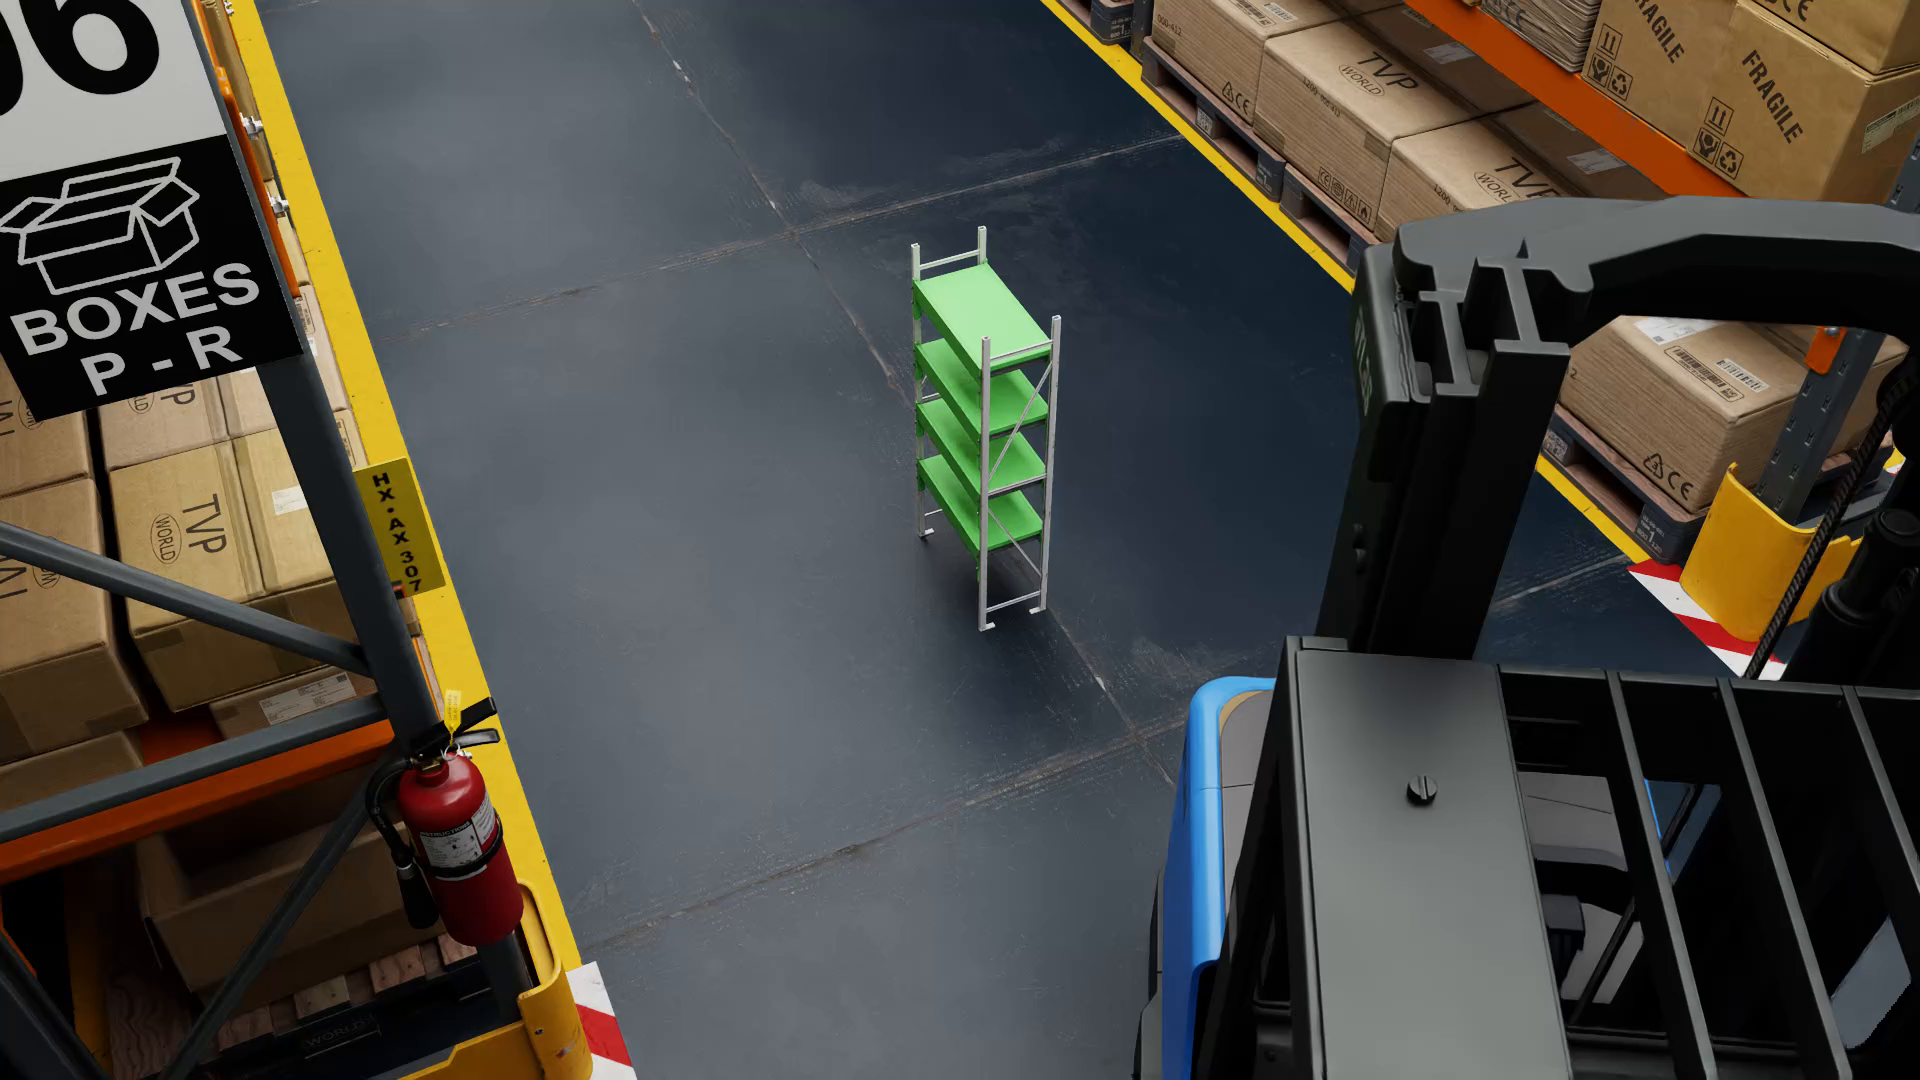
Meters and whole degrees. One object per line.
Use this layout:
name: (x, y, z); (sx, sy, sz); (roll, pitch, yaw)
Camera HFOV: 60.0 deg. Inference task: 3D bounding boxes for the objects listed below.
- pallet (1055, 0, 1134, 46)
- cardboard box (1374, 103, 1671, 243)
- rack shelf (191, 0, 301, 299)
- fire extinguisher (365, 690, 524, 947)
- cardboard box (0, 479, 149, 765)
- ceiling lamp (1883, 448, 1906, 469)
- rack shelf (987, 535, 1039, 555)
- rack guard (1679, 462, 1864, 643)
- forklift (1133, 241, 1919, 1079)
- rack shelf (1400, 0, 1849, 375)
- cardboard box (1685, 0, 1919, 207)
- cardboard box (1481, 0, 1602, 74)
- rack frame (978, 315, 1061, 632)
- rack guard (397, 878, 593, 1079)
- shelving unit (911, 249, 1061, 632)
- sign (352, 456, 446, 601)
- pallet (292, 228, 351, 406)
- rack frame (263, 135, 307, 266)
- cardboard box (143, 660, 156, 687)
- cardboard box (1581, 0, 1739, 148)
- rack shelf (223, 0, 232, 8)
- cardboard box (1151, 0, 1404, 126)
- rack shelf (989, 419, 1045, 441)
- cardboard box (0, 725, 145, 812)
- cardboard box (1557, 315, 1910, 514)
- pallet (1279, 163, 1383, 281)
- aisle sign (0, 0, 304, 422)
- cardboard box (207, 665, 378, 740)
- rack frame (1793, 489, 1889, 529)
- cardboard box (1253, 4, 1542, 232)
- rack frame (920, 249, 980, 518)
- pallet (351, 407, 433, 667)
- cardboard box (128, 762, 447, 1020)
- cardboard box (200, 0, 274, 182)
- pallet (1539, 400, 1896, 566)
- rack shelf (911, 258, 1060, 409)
pallet: (0.919, -3.042, 8.683); (1.003, 0.211, 1.213); (-18, 47, -17)
cardboard box: (2.233, -1.225, 6.381); (0.875, 0.438, 0.875); (-17, 47, -16)
rack shelf: (-2.349, -1.634, 3.647); (1.077, 0.370, 4.000); (-18, 47, -17)
fire extinguisher: (-1.027, 0.570, 3.358); (0.296, 0.674, 0.183); (-18, 47, -17)
cardboard box: (-1.943, 0.185, 3.322); (0.500, 0.250, 0.500); (-17, 47, -16)
ceiling lamp: (2.675, -1.378, 7.146); (0.159, 0.001, 3.459); (-18, 47, -17)
rack shelf: (0.070, -0.126, 5.415); (0.199, 0.029, 0.442); (-18, 47, -17)
rack guard: (3.004, -0.111, 5.506); (1.175, 0.500, 0.348); (-18, 47, -17)
forklift: (4.056, -0.245, 3.974); (7.029, 2.843, 7.487); (4, 45, 4)
rack shelf: (2.153, -2.034, 6.188); (1.077, 0.370, 4.000); (-18, 47, -17)
cardboard box: (2.551, -1.281, 4.841); (0.500, 0.500, 0.500); (-18, 47, -17)
cardboard box: (2.128, -1.930, 5.499); (0.500, 0.500, 0.500); (-17, 47, -16)
rack frame: (0.172, -0.166, 5.064); (0.240, 1.200, 0.015); (-18, 47, -17)
rack guard: (-1.540, 1.294, 4.083); (1.175, 0.500, 0.348); (-18, 47, -17)
shelving unit: (4.177, -4.790, 9.751); (13.061, 1.200, 8.595); (-18, 47, -17)
sign: (-1.016, -0.016, 3.014); (0.100, 0.325, 0.005); (-18, 47, -17)
pallet: (-2.903, -0.666, 6.275); (1.003, 0.211, 1.213); (-18, 47, -17)
rack frame: (-3.190, -2.097, 5.739); (1.000, 3.000, 0.127); (-18, 47, -17)
cardboard box: (-1.942, 0.230, 3.560); (0.380, 0.149, 0.250); (-17, 47, -16)
cardboard box: (2.353, -1.605, 5.170); (0.500, 0.500, 0.500); (-19, 48, -18)
rack shelf: (-4.031, -3.115, 7.284); (1.077, 0.370, 4.000); (-18, 47, -17)
cardboard box: (1.478, -2.371, 7.542); (0.875, 0.438, 0.875); (-19, 48, -18)
rack shelf: (0.070, -0.467, 5.078); (0.199, 0.029, 0.442); (-18, 47, -17)
cardboard box: (-1.891, 0.410, 3.378); (0.380, 0.149, 0.250); (-19, 48, -18)
cardboard box: (2.625, -0.645, 5.793); (0.875, 0.438, 0.875); (-20, 48, -19)
pallet: (2.077, -1.286, 6.903); (1.003, 0.211, 1.213); (-18, 47, -17)
aisle sign: (-1.213, -0.516, 2.287); (0.394, 0.787, 0.004); (-18, 47, -17)
cardboard box: (-1.398, 0.251, 3.539); (0.380, 0.149, 0.250); (-18, 48, -18)
rack frame: (2.990, -1.015, 4.643); (0.949, 2.616, 0.053); (-18, 47, -17)
cardboard box: (1.855, -1.800, 6.964); (0.875, 0.438, 0.875); (-19, 48, -19)
rack frame: (-0.034, -0.477, 5.379); (0.228, 1.046, 0.006); (-18, 47, -17)
pallet: (-2.386, 0.112, 5.486); (1.003, 0.211, 1.213); (-18, 47, -17)
cardboard box: (-1.680, 0.774, 4.309); (0.797, 0.503, 0.637); (-20, 48, -19)
cardboard box: (-2.086, -1.192, 4.183); (0.500, 0.500, 0.500); (-17, 47, -16)
pallet: (2.586, -0.510, 6.116); (1.003, 0.211, 1.213); (-18, 47, -17)
rack shelf: (0.070, -0.618, 4.929); (0.258, 0.148, 0.480); (-18, 47, -17)
